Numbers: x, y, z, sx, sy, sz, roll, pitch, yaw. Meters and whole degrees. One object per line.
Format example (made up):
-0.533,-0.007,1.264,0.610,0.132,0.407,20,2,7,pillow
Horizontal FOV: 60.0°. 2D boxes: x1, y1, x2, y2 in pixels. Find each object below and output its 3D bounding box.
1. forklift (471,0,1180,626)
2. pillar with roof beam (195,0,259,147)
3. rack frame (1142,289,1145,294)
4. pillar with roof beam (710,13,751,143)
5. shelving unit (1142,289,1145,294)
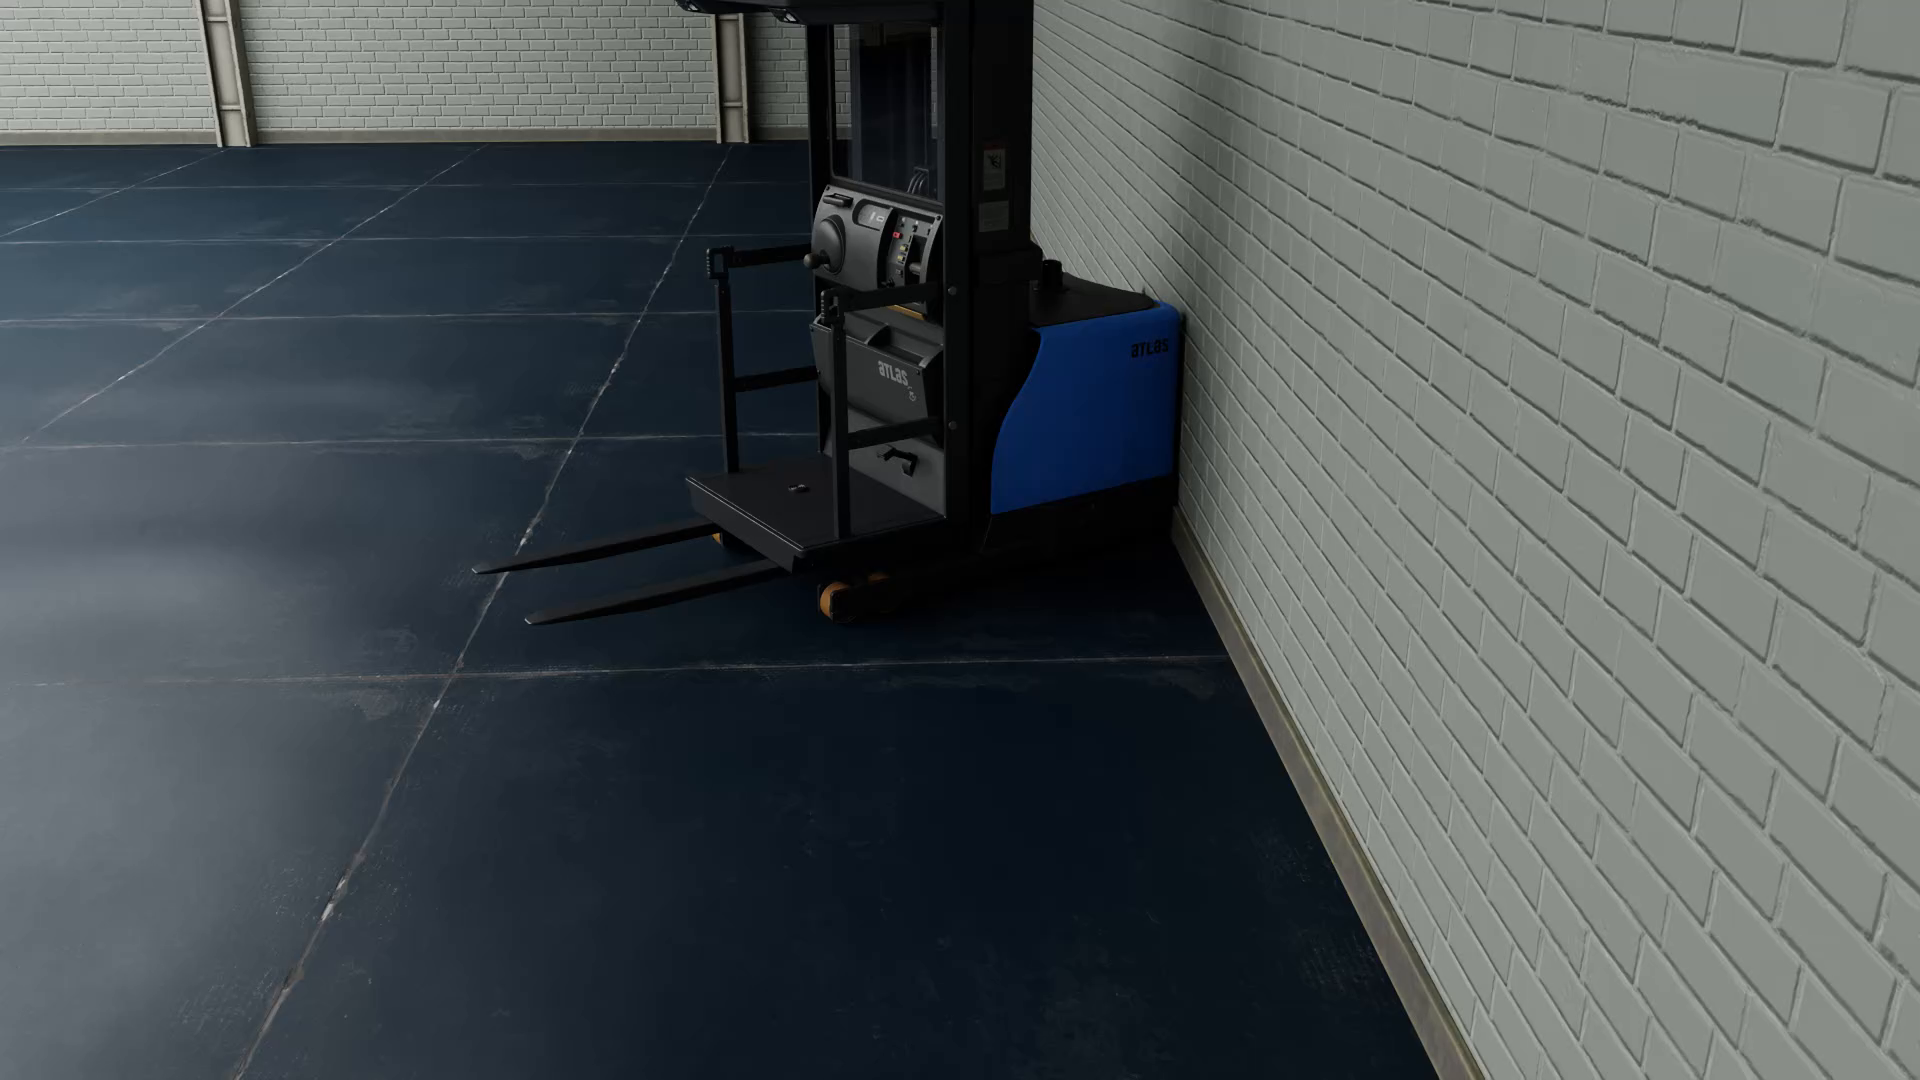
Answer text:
-0.523,-1.246,6.774,3.031,2.935,1.130,-13,25,-31,forklift
-8.540,-7.486,14.637,0.400,9.000,9.100,-1,21,-3,pillar with roof beam
0.925,-0.673,8.159,0.015,0.240,1.200,0,62,-1,rack frame
-2.550,-7.608,14.957,0.400,9.000,9.100,-1,21,-3,pillar with roof beam
0.681,-0.672,8.154,0.503,0.258,1.200,0,62,-1,shelving unit
